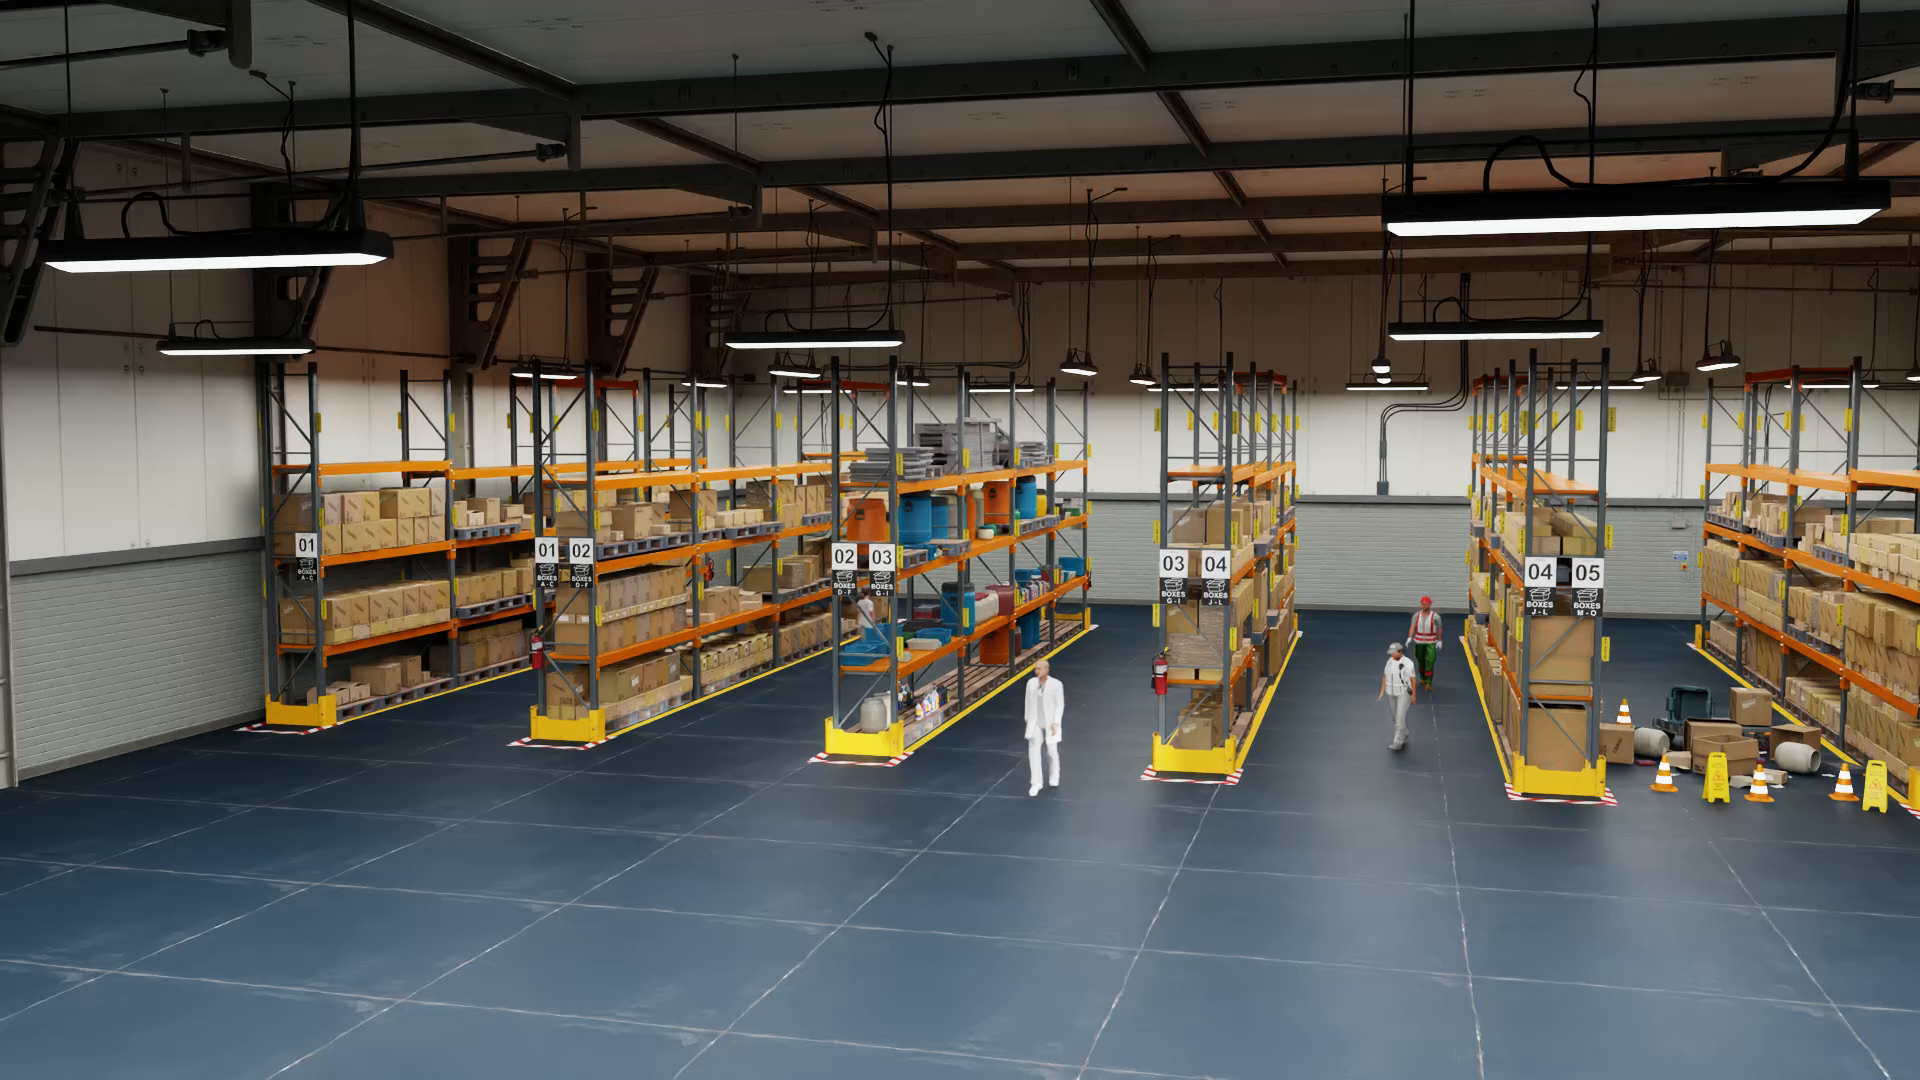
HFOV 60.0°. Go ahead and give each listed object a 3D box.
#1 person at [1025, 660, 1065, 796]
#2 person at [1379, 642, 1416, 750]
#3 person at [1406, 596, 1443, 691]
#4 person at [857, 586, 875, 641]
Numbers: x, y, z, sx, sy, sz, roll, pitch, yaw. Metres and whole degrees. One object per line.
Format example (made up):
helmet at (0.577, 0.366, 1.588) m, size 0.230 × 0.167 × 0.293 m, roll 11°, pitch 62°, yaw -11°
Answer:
person at (1.125, 2.547, 22.659) m, size 0.617 × 1.810 × 0.845 m, roll 1°, pitch 4°, yaw 20°
person at (6.758, 2.382, 25.680) m, size 0.896 × 1.616 × 0.521 m, roll -3°, pitch 5°, yaw -39°
person at (8.717, 1.919, 31.210) m, size 0.655 × 1.726 × 1.067 m, roll 1°, pitch 4°, yaw 18°
person at (-1.939, 1.780, 34.015) m, size 0.502 × 1.671 × 0.480 m, roll -4°, pitch 6°, yaw -44°
